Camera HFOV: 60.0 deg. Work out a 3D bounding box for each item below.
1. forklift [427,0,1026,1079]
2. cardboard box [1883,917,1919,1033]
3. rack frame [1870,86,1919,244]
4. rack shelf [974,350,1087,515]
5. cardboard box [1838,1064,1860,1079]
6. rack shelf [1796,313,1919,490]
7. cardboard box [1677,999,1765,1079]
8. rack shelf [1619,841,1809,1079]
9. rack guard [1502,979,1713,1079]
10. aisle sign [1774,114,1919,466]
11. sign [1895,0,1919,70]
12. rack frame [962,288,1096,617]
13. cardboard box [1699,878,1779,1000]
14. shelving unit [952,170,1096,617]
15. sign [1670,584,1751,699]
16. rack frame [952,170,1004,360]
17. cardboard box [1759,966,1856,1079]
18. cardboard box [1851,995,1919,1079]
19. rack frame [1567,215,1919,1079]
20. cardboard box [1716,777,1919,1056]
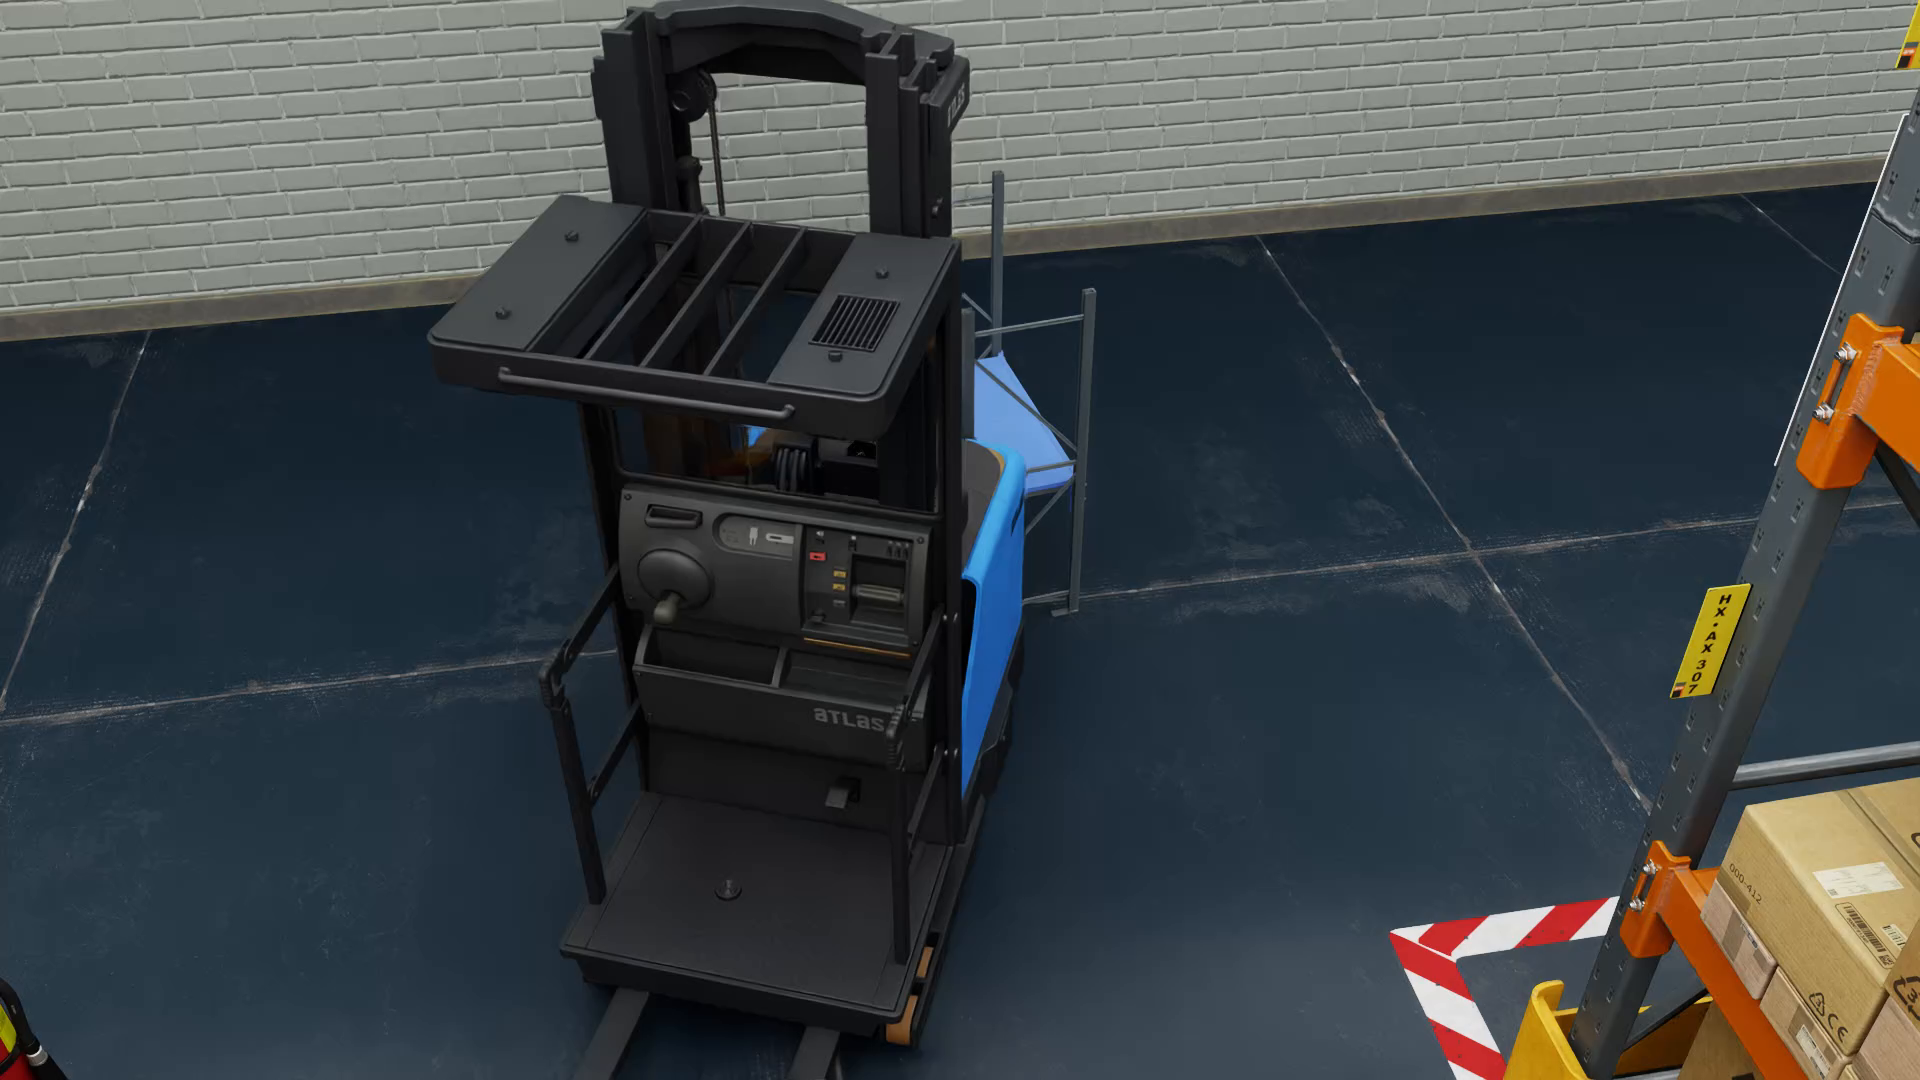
[{"bbox_3d":[-0.593,0.163,4.652,1.130,2.935,3.031,8,39,11],"label":"forklift"},{"bbox_3d":[2.138,0.814,3.025,0.500,0.500,0.500,-7,38,-9],"label":"cardboard box"},{"bbox_3d":[2.232,-1.821,2.260,1.000,3.000,0.127,-6,38,-8],"label":"rack frame"},{"bbox_3d":[0.091,-0.413,6.852,0.538,0.185,1.000,-11,39,-14],"label":"rack shelf"},{"bbox_3d":[2.061,1.206,3.457,0.380,0.149,0.250,-7,38,-9],"label":"cardboard box"},{"bbox_3d":[2.583,0.855,1.846,1.077,0.370,4.000,-6,38,-8],"label":"rack shelf"},{"bbox_3d":[2.423,1.599,4.137,0.875,0.875,0.875,-6,38,-8],"label":"cardboard box"},{"bbox_3d":[2.583,2.040,2.766,1.077,0.370,4.000,-6,38,-8],"label":"rack shelf"},{"bbox_3d":[2.228,1.520,4.886,1.175,0.500,0.348,-6,38,-8],"label":"rack guard"},{"bbox_3d":[1.924,-0.490,3.317,0.394,0.787,0.004,-6,38,-8],"label":"aisle sign"},{"bbox_3d":[1.685,-0.957,2.815,0.100,0.325,0.005,-6,38,-8],"label":"sign"},{"bbox_3d":[0.245,-0.258,6.360,0.500,1.500,0.032,-11,39,-14],"label":"rack frame"},{"bbox_3d":[1.970,0.897,3.855,0.380,0.149,0.250,-6,38,-7],"label":"cardboard box"},{"bbox_3d":[0.091,-0.555,6.742,0.538,1.500,1.048,-11,39,-14],"label":"shelving unit"},{"bbox_3d":[1.685,0.231,3.738,0.100,0.325,0.005,-6,38,-8],"label":"sign"},{"bbox_3d":[-0.063,-0.852,7.125,0.500,1.500,0.032,-11,39,-14],"label":"rack frame"},{"bbox_3d":[2.016,1.052,3.656,0.380,0.149,0.250,-7,38,-9],"label":"cardboard box"},{"bbox_3d":[2.148,1.122,3.241,0.500,0.250,0.500,-7,38,-9],"label":"cardboard box"},{"bbox_3d":[2.232,0.548,4.100,1.000,3.000,0.127,-6,38,-8],"label":"rack frame"},{"bbox_3d":[2.050,0.808,3.644,0.500,0.250,0.500,-7,38,-9],"label":"cardboard box"}]
